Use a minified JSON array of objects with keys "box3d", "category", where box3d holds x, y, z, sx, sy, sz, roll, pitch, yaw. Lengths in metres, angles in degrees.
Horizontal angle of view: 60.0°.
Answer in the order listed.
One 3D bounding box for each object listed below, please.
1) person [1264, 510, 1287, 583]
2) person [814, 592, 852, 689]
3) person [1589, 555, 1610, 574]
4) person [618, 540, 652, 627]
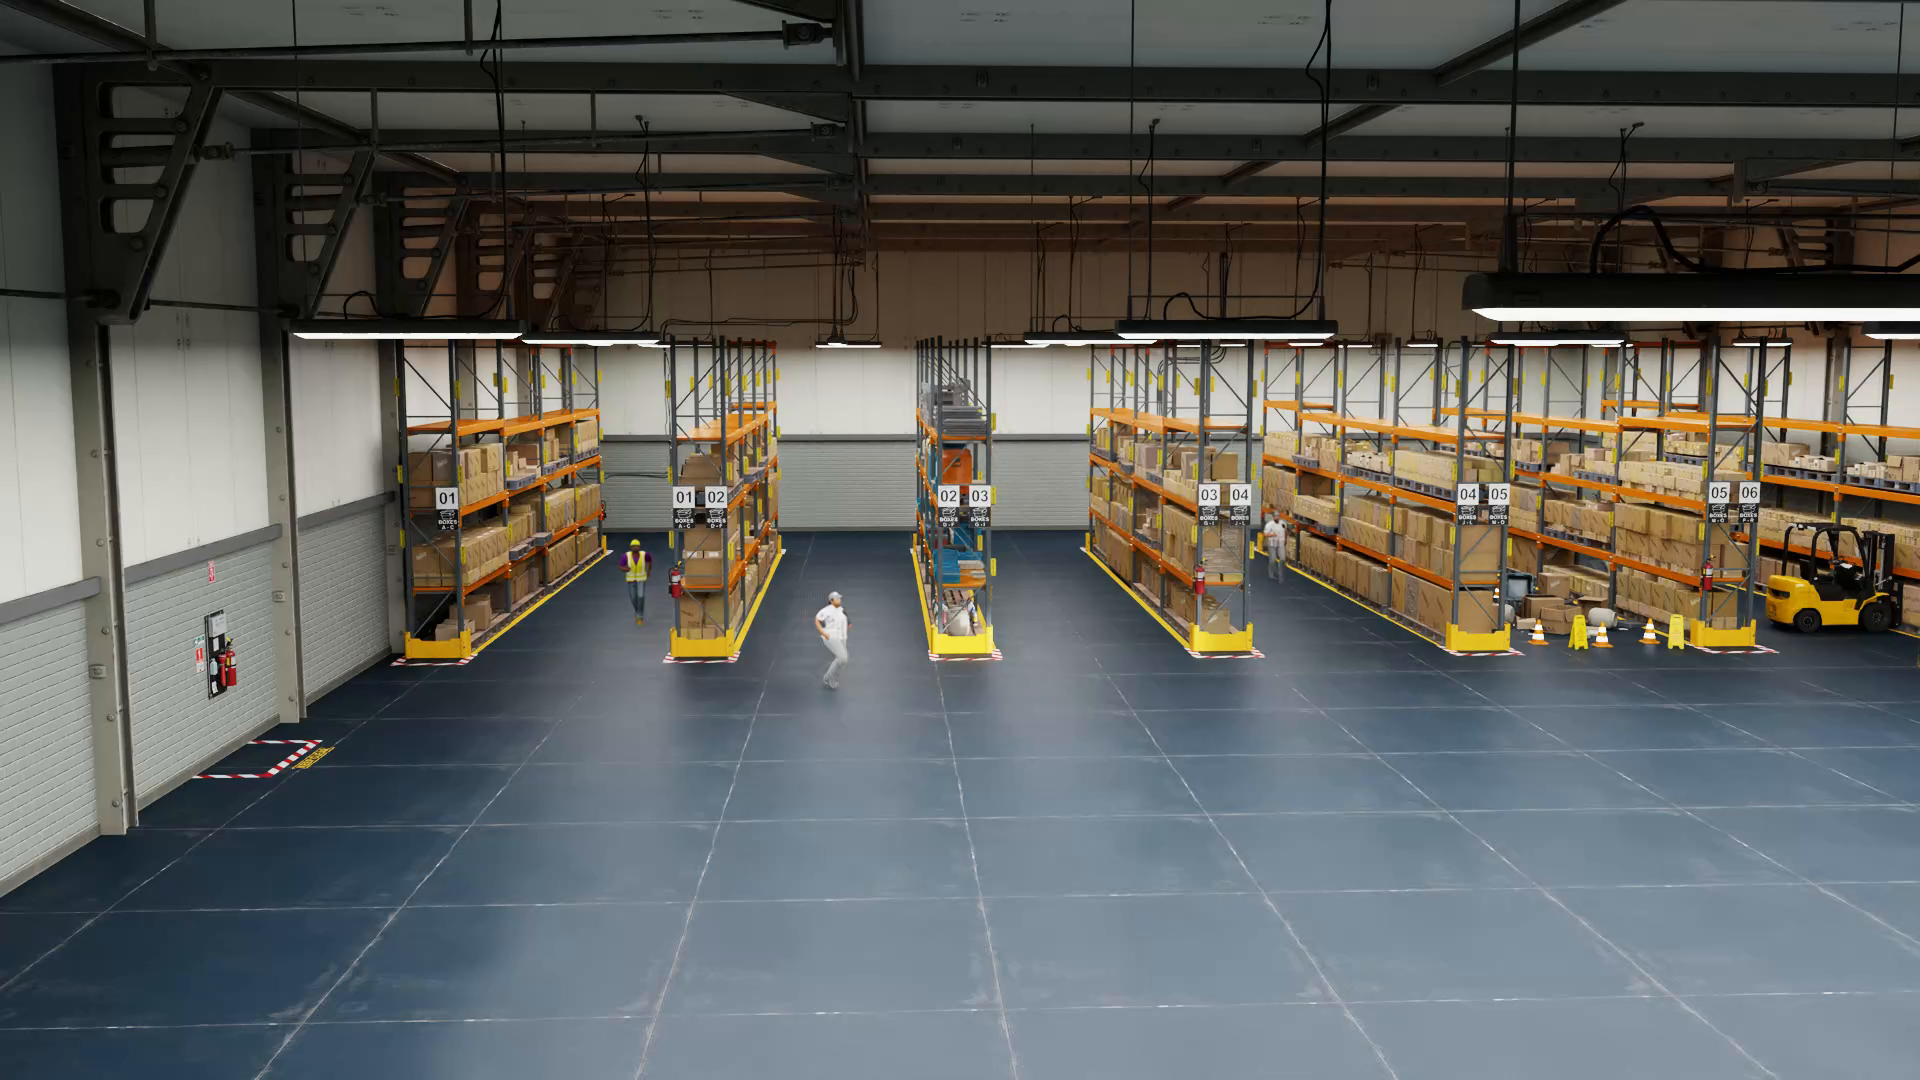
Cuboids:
[{"box3d":[7.858,0.167,41.326,0.640,1.852,0.795,0,6,-1],"category":"person"},{"box3d":[-2.094,1.701,28.249,0.592,1.647,0.675,4,8,32],"category":"person"},{"box3d":[15.960,0.198,41.509,0.587,1.697,1.059,0,7,-4],"category":"person"},{"box3d":[-6.837,0.889,35.012,0.662,1.821,0.964,0,6,-2],"category":"person"}]
